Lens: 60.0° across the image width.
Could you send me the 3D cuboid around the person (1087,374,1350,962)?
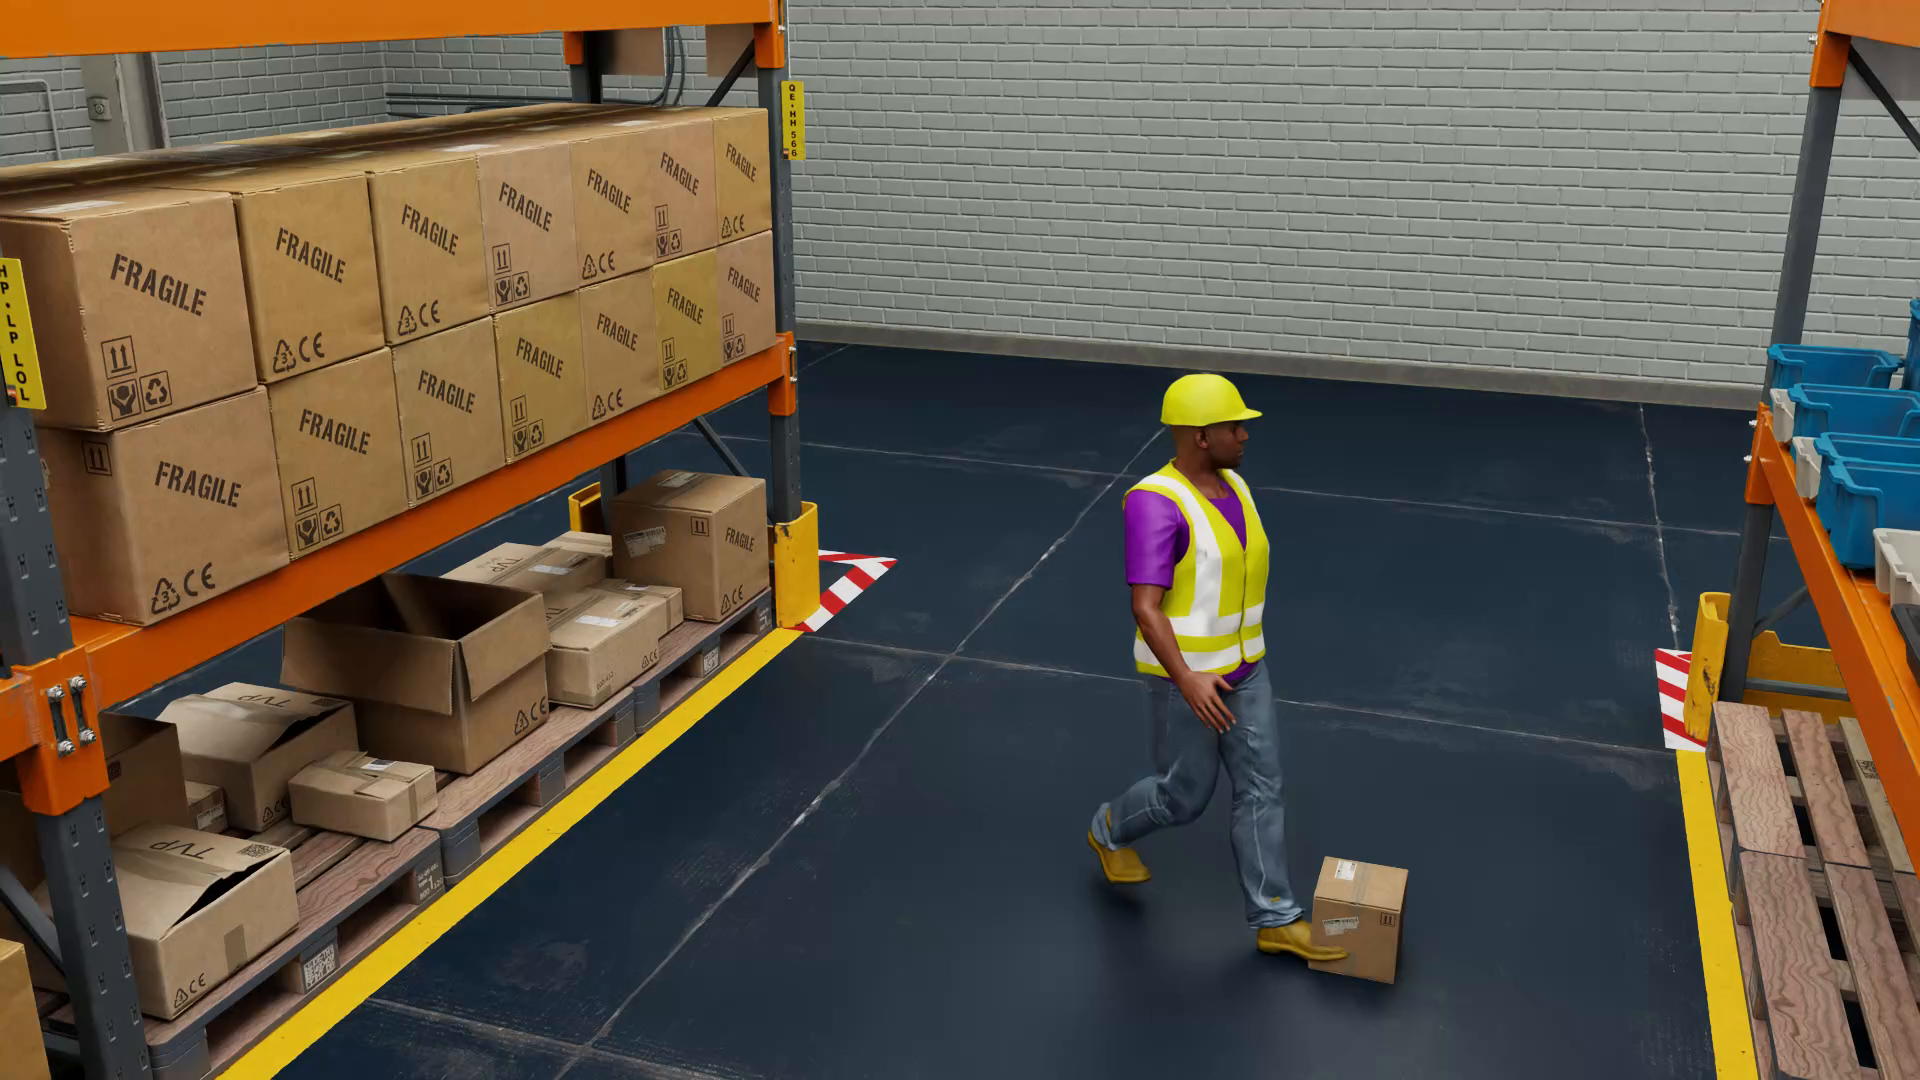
[{"bbox_3d":[0.778,0.387,4.925,0.938,1.720,0.650,17,25,41],"label":"person"}]
